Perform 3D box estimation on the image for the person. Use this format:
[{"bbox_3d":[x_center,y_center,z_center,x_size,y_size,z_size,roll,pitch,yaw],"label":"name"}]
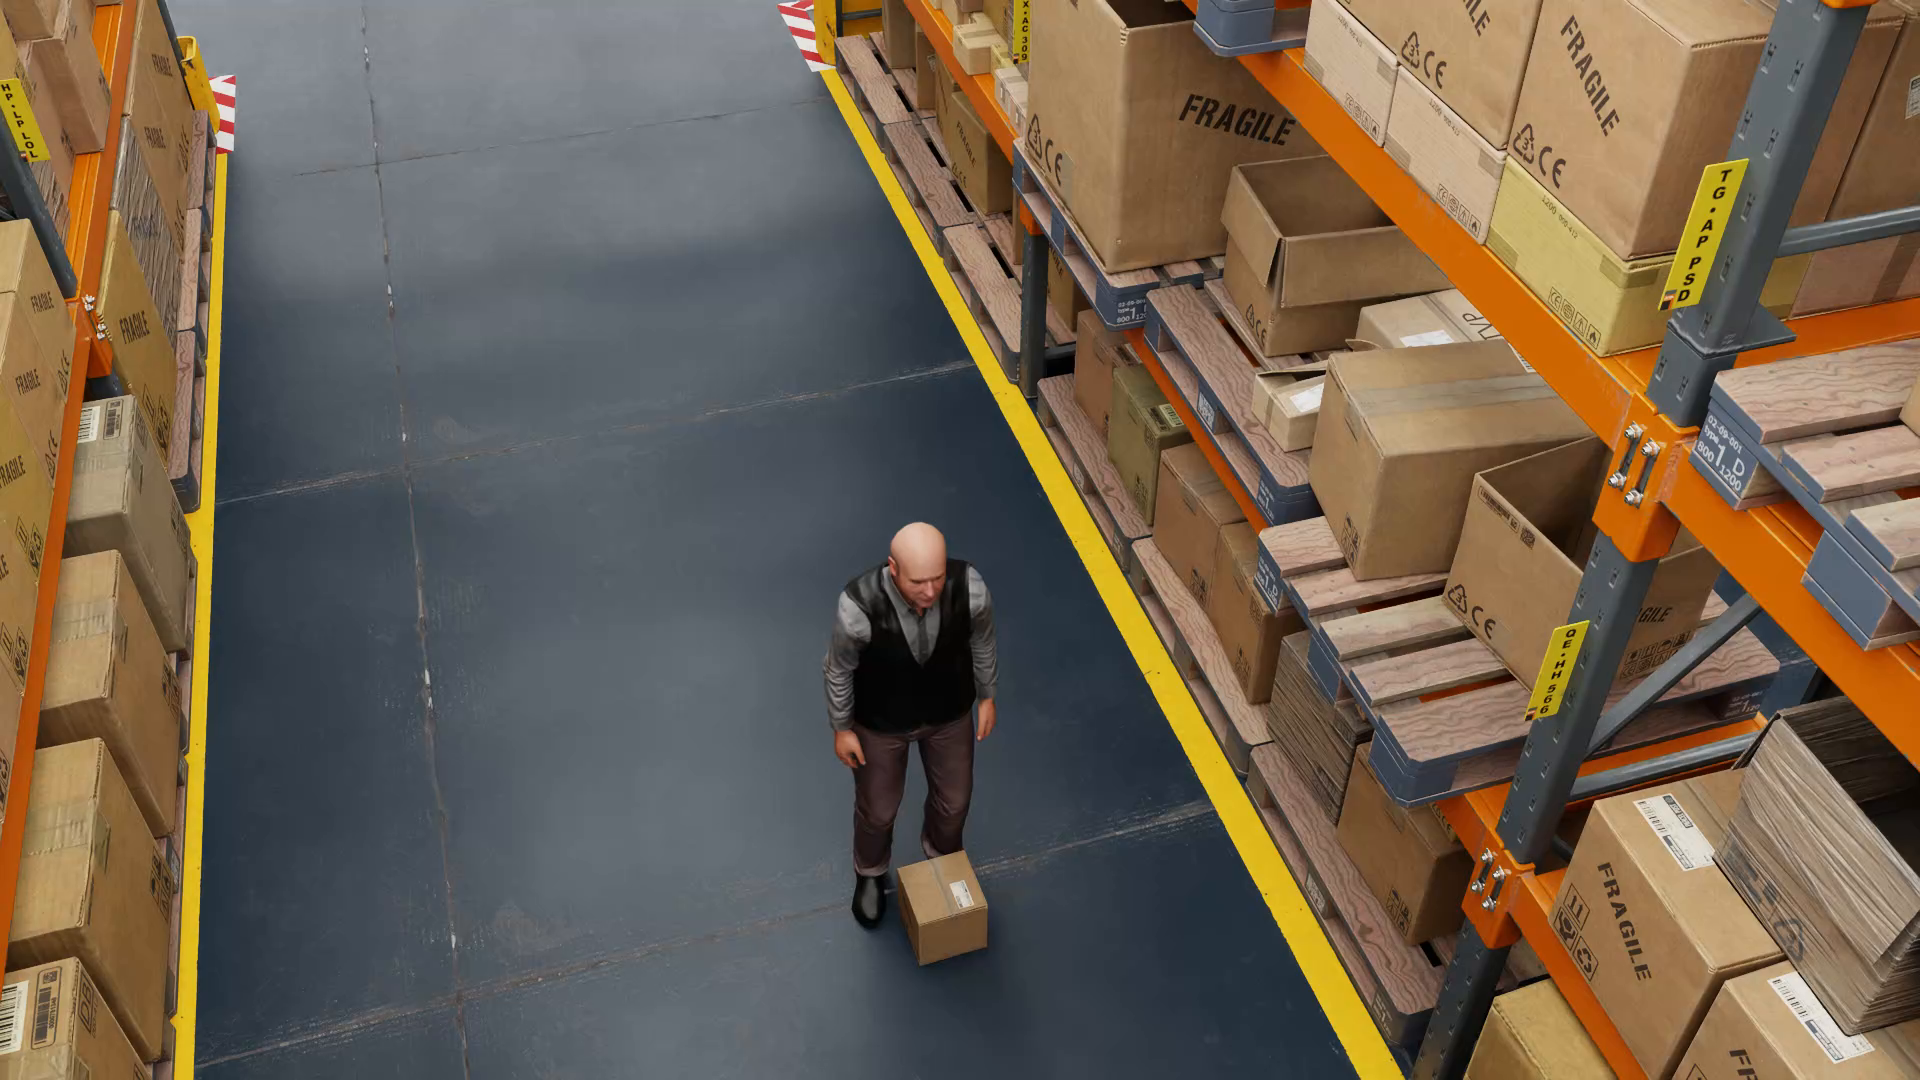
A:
[{"bbox_3d":[-0.152,0.621,5.564,0.581,1.617,0.462,-12,43,-13],"label":"person"}]
